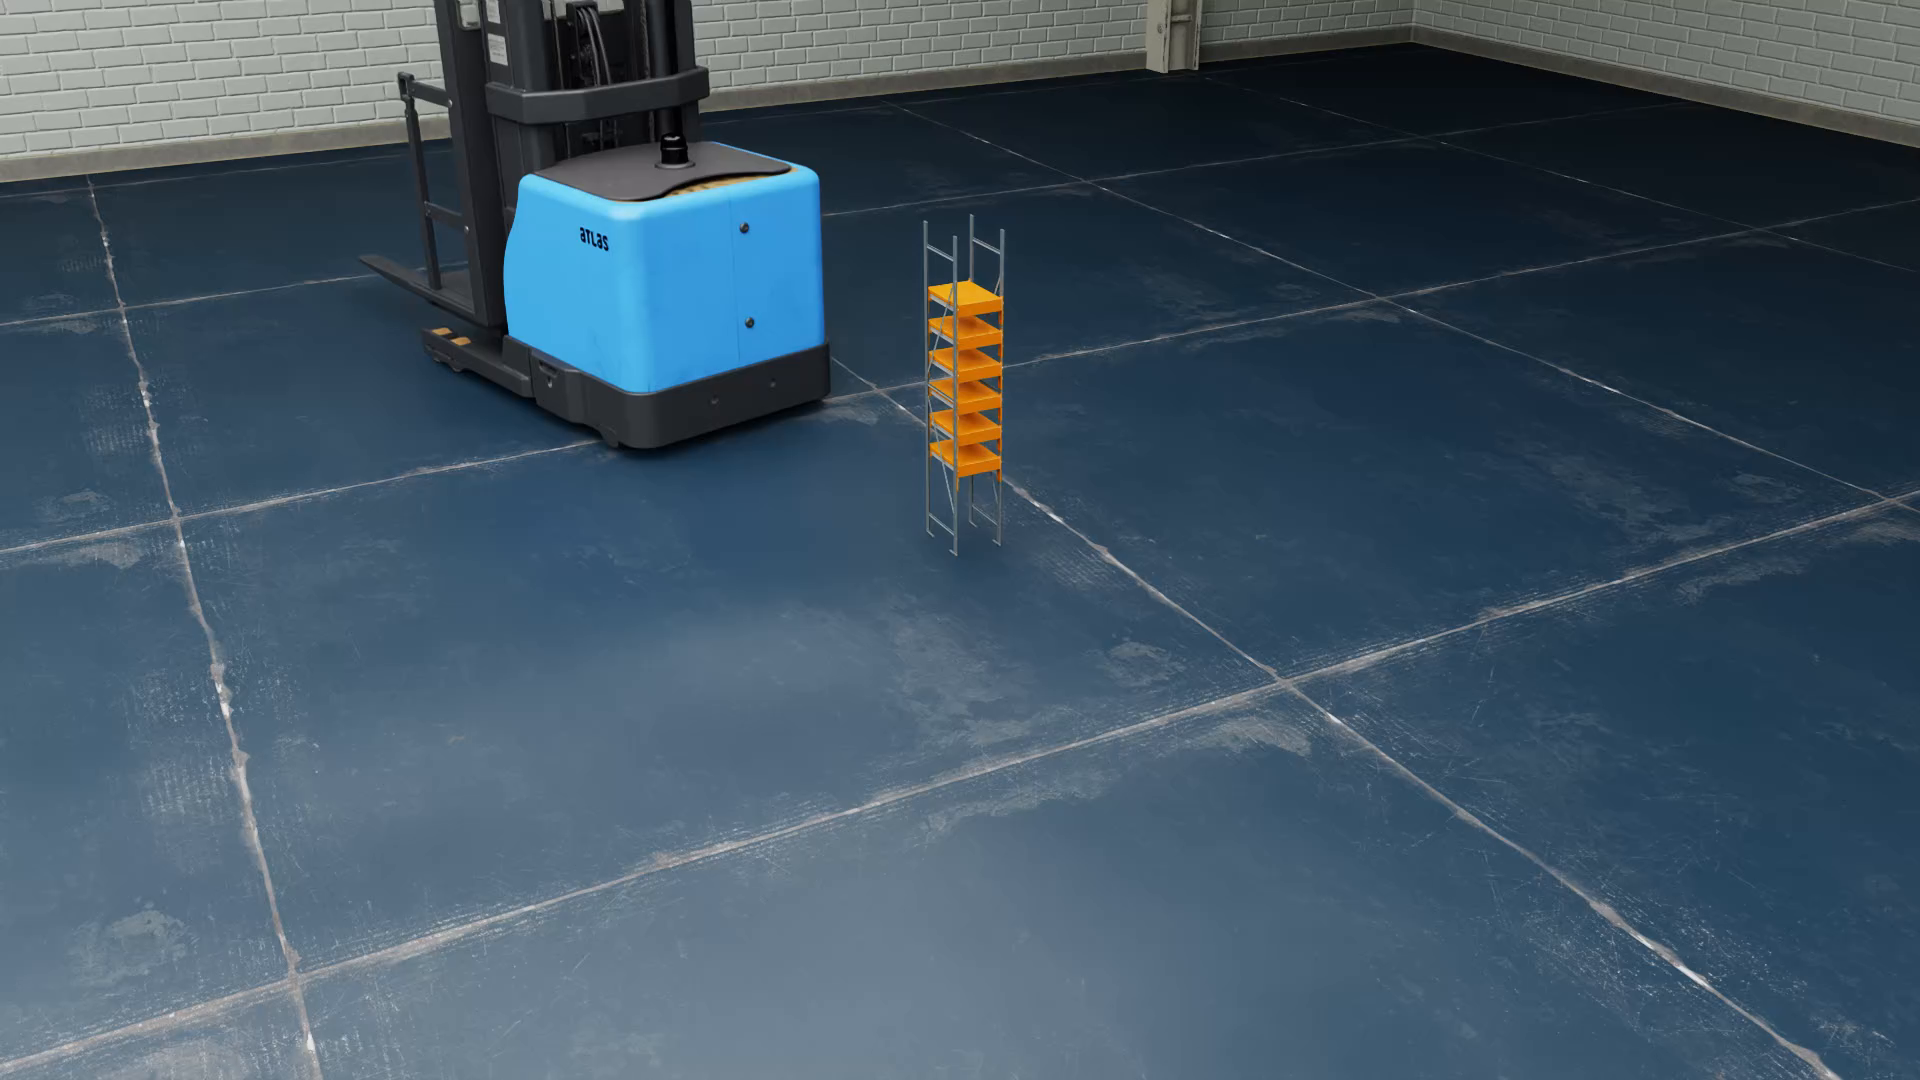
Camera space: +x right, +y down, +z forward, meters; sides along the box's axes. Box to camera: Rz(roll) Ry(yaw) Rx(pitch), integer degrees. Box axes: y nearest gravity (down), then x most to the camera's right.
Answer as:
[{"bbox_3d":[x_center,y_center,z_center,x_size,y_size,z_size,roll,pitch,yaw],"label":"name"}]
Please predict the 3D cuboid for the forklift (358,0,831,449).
[{"bbox_3d":[-1.947,-2.250,7.550,1.130,2.935,3.031,-22,33,-38],"label":"forklift"}]

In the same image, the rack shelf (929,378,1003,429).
[{"bbox_3d":[0.013,-0.504,6.016,0.180,0.103,0.258,-13,29,-25],"label":"rack shelf"}]

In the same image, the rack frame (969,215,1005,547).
[{"bbox_3d":[0.093,-0.562,6.035,0.006,1.200,0.240,-13,29,-25],"label":"rack frame"}]

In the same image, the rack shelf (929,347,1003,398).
[{"bbox_3d":[0.013,-0.612,5.964,0.180,0.103,0.258,-13,29,-25],"label":"rack shelf"}]

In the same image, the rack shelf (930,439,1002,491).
[{"bbox_3d":[0.013,-0.287,6.120,0.180,0.103,0.258,-13,29,-25],"label":"rack shelf"}]

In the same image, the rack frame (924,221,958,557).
[{"bbox_3d":[-0.068,-0.525,5.958,0.006,1.200,0.240,-13,29,-25],"label":"rack frame"}]

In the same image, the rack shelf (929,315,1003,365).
[{"bbox_3d":[0.013,-0.720,5.912,0.180,0.103,0.258,-13,29,-25],"label":"rack shelf"}]

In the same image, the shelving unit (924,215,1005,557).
[{"bbox_3d":[0.013,-0.544,5.996,0.189,1.200,0.258,-13,29,-25],"label":"shelving unit"}]

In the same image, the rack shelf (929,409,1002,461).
[{"bbox_3d":[0.013,-0.396,6.068,0.180,0.103,0.258,-13,29,-25],"label":"rack shelf"}]

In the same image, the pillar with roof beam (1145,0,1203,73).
[{"bbox_3d":[3.967,-6.739,9.889,0.400,9.000,9.100,-13,29,-25],"label":"pillar with roof beam"}]

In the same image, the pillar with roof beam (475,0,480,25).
[{"bbox_3d":[-1.327,-5.517,7.344,0.400,9.000,9.100,-13,29,-25],"label":"pillar with roof beam"}]

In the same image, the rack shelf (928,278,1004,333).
[{"bbox_3d":[0.013,-0.828,5.860,0.180,0.103,0.258,-13,29,-25],"label":"rack shelf"}]
